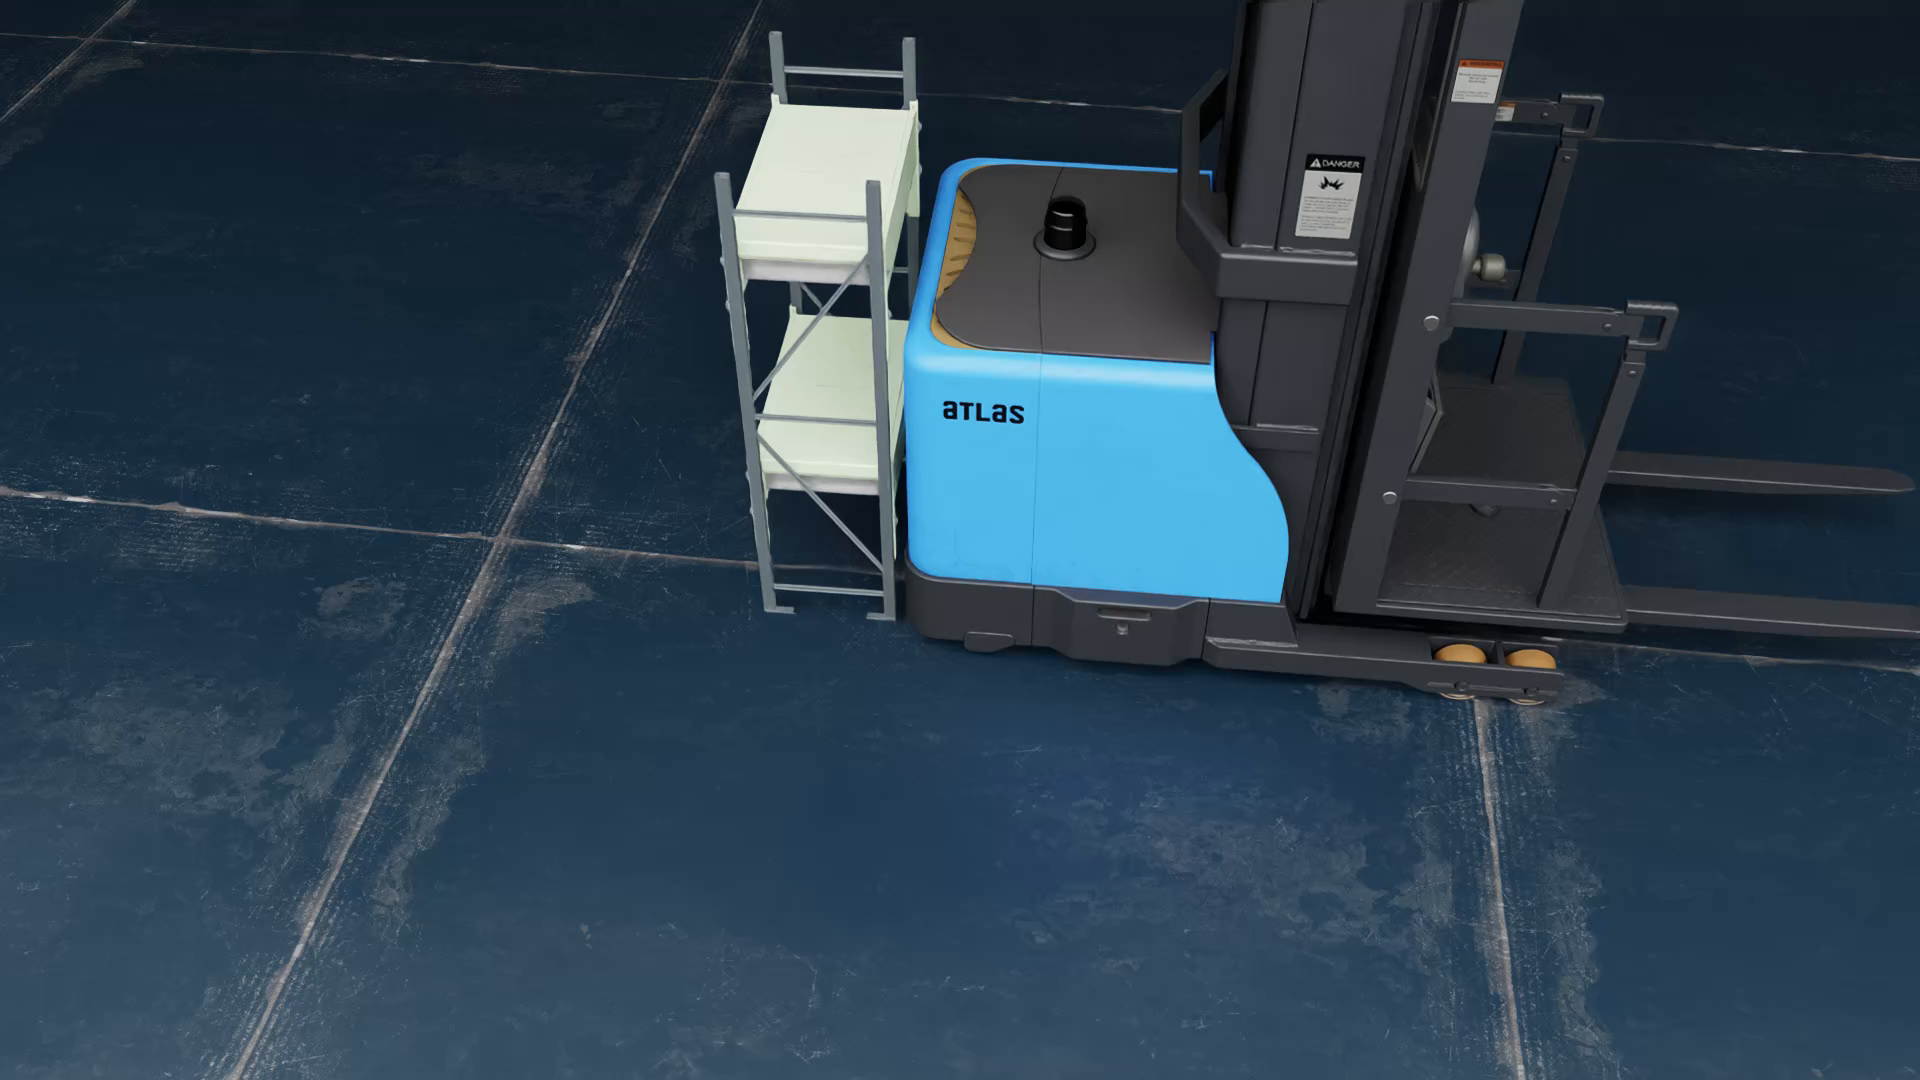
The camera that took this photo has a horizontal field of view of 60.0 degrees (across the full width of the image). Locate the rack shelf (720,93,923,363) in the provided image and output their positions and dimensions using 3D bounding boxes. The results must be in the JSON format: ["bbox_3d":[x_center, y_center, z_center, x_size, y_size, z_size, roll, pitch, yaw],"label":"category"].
[{"bbox_3d":[-0.355,-0.855,4.495,0.431,0.370,0.720,4,44,4],"label":"rack shelf"}]

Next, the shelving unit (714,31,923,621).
[{"bbox_3d":[-0.355,-0.572,4.763,0.431,1.500,0.755,4,44,4],"label":"shelving unit"}]

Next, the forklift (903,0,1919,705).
[{"bbox_3d":[1.392,-0.980,4.154,3.031,2.935,1.130,4,44,4],"label":"forklift"}]

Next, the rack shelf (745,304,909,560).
[{"bbox_3d":[-0.355,-0.335,4.987,0.431,0.370,0.720,4,44,4],"label":"rack shelf"}]

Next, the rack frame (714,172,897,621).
[{"bbox_3d":[-0.390,-0.321,4.498,0.400,1.500,0.023,4,44,4],"label":"rack frame"}]

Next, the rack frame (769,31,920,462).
[{"bbox_3d":[-0.320,-0.822,5.028,0.400,1.500,0.023,4,44,4],"label":"rack frame"}]
